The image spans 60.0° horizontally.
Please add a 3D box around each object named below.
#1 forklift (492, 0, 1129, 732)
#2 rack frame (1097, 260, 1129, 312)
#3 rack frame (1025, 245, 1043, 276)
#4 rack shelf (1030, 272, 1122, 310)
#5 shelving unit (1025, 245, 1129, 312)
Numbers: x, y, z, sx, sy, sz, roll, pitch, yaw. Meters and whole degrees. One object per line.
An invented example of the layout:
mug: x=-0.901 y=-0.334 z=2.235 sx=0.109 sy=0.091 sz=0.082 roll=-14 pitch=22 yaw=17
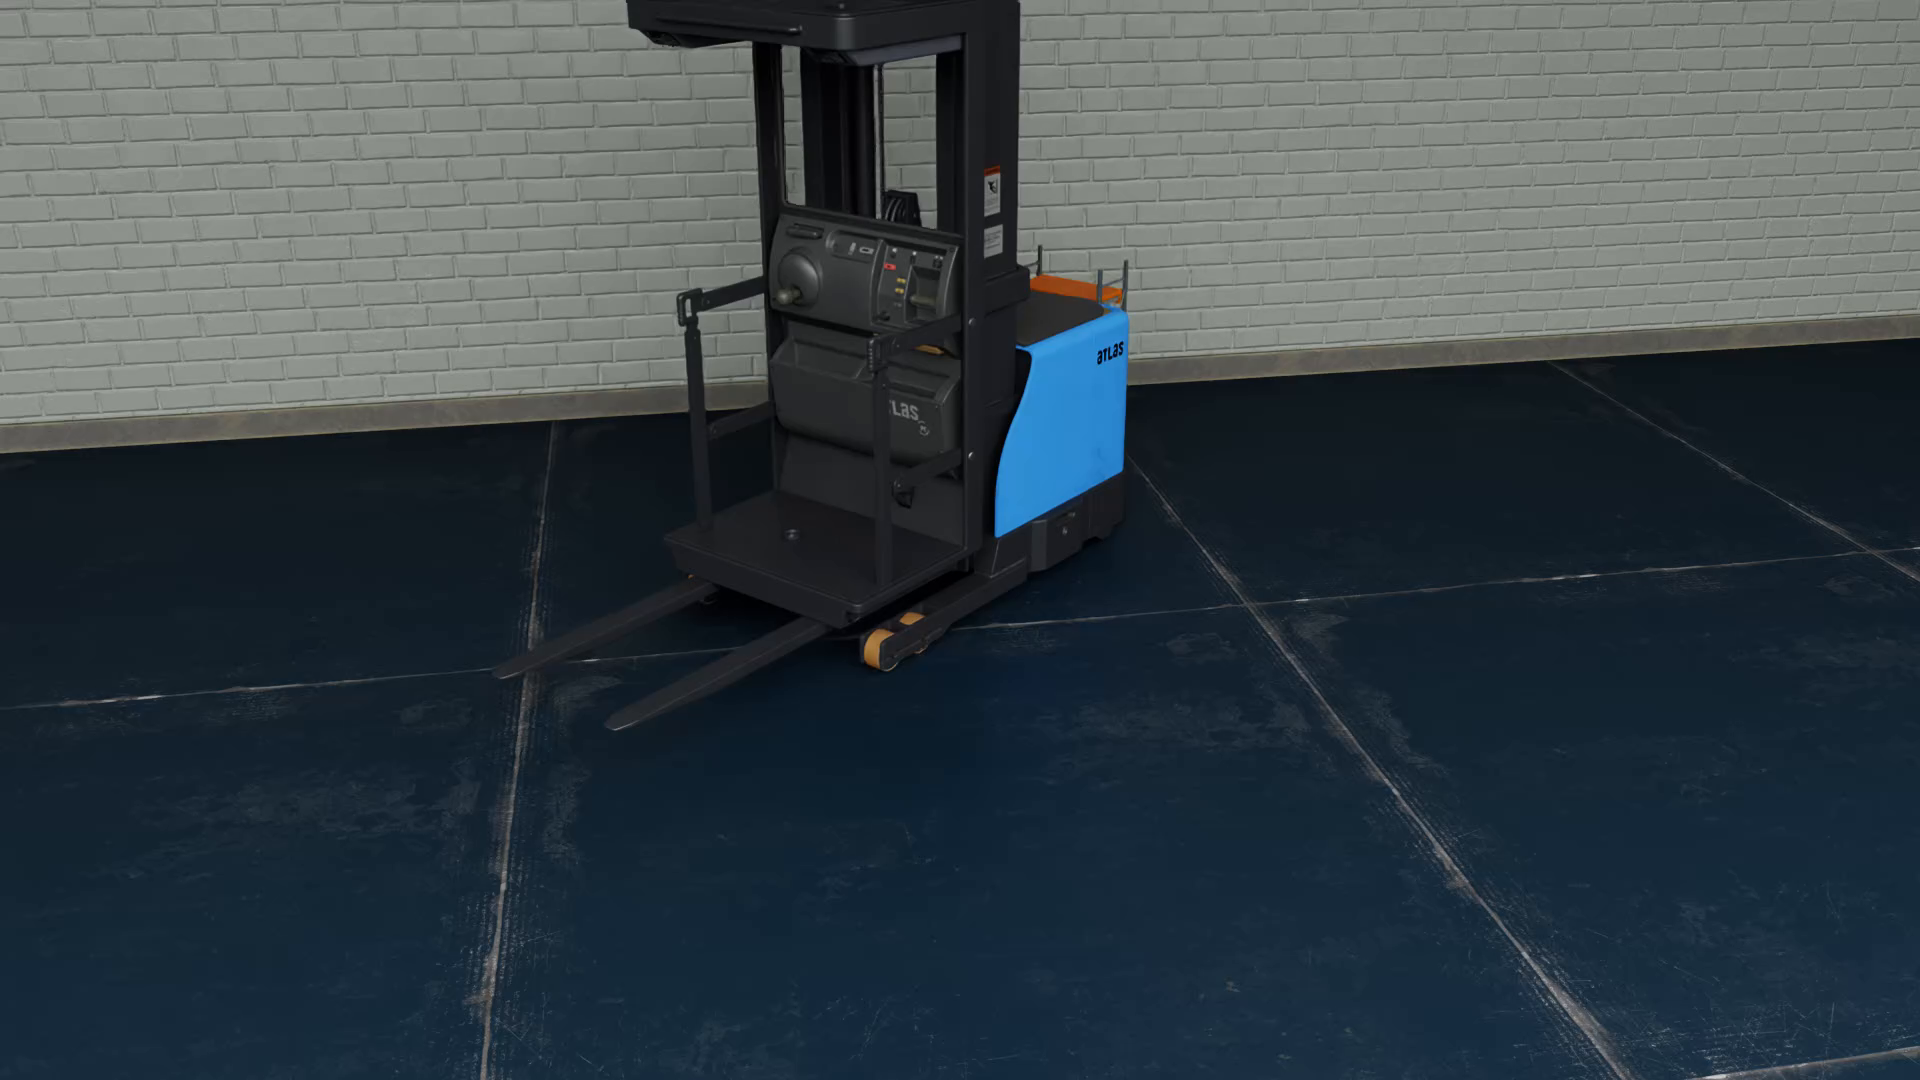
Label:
forklift: x=-0.523 y=-1.047 z=6.485 sx=1.130 sy=2.935 sz=3.031 roll=17 pitch=29 yaw=34
rack frame: x=0.705 y=-0.715 z=7.888 sx=0.015 sy=1.200 sz=0.240 roll=17 pitch=29 yaw=34
rack frame: x=0.319 y=-0.834 z=8.161 sx=0.015 sy=1.200 sz=0.240 roll=17 pitch=29 yaw=34
rack shelf: x=0.512 y=-1.135 z=7.868 sx=0.480 sy=0.148 sz=0.258 roll=17 pitch=29 yaw=34
shelving unit: x=0.512 y=-0.775 z=8.025 sx=0.503 sy=1.200 sz=0.258 roll=17 pitch=29 yaw=34
